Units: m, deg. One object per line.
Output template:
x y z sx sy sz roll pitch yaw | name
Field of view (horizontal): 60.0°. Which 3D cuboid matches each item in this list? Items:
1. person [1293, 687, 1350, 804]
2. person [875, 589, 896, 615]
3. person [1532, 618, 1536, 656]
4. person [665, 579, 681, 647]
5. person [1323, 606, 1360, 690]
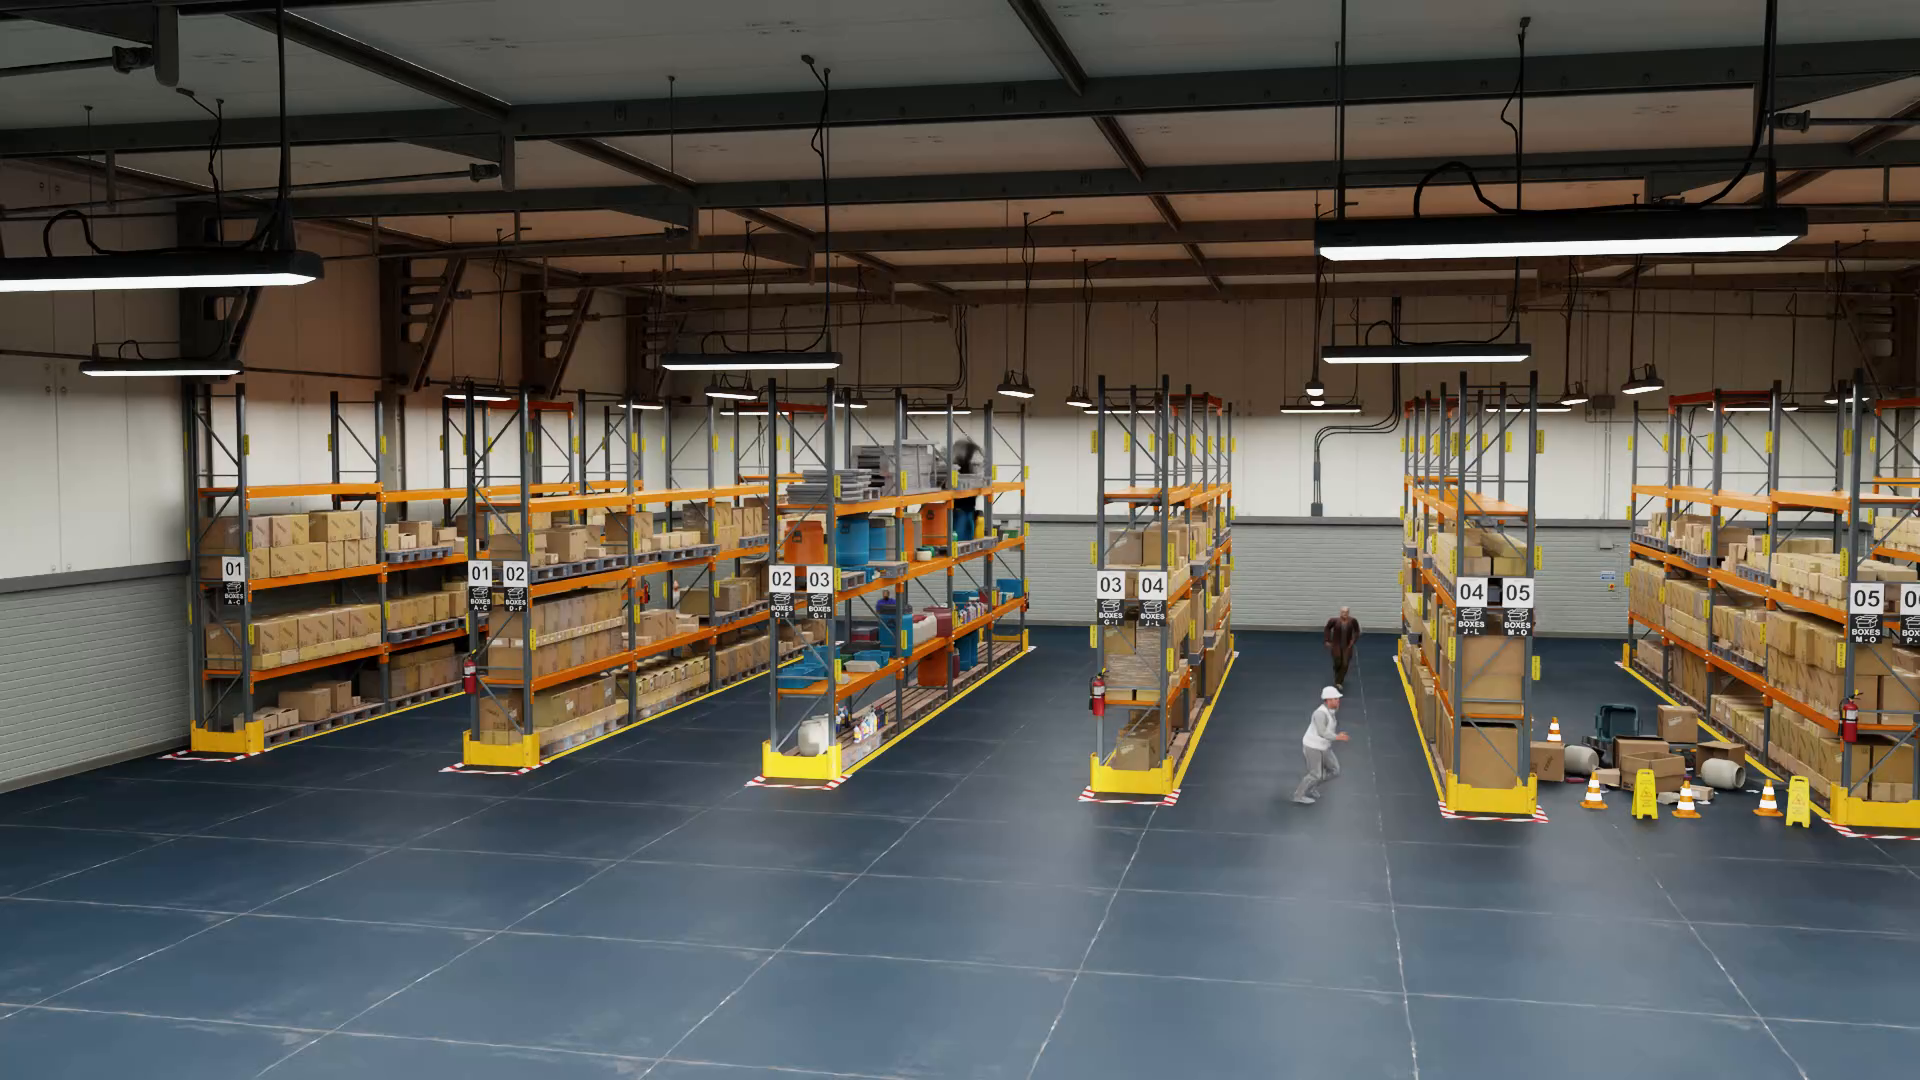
5.028 2.848 23.081 0.813 1.663 0.640 2 4 33 | person
-1.697 1.964 39.268 0.590 1.621 0.953 0 3 5 | person
12.389 2.131 36.448 0.537 1.582 0.842 -1 3 -17 | person
-7.081 1.809 41.411 0.519 1.682 0.734 0 3 1 | person
7.847 2.198 34.188 0.697 1.712 0.717 0 3 -3 | person
